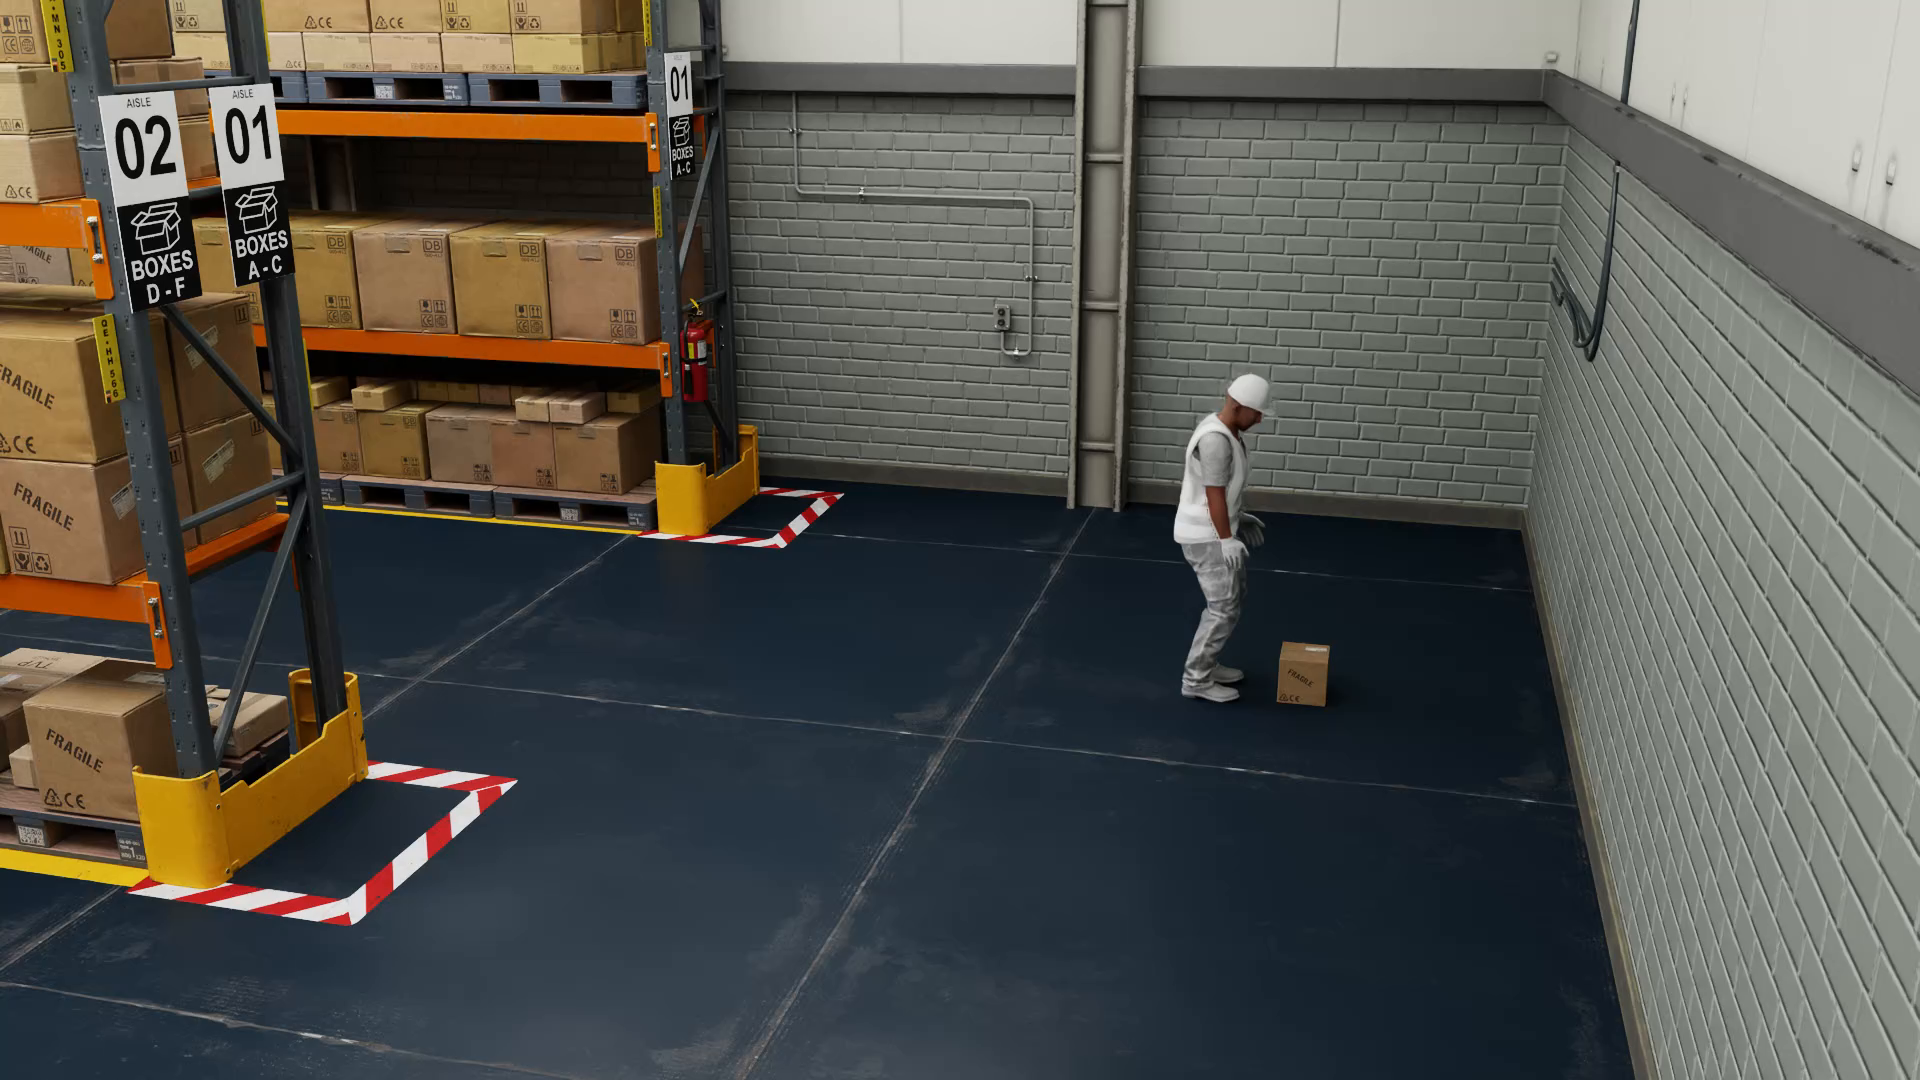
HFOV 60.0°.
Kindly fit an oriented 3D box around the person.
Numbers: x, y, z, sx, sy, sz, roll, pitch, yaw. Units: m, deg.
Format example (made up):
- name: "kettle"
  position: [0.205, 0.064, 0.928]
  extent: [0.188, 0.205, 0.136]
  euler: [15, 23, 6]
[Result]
- name: "person"
  position: [1.371, -0.030, 8.722]
  extent: [0.477, 1.721, 0.576]
  euler: [5, 19, 15]
